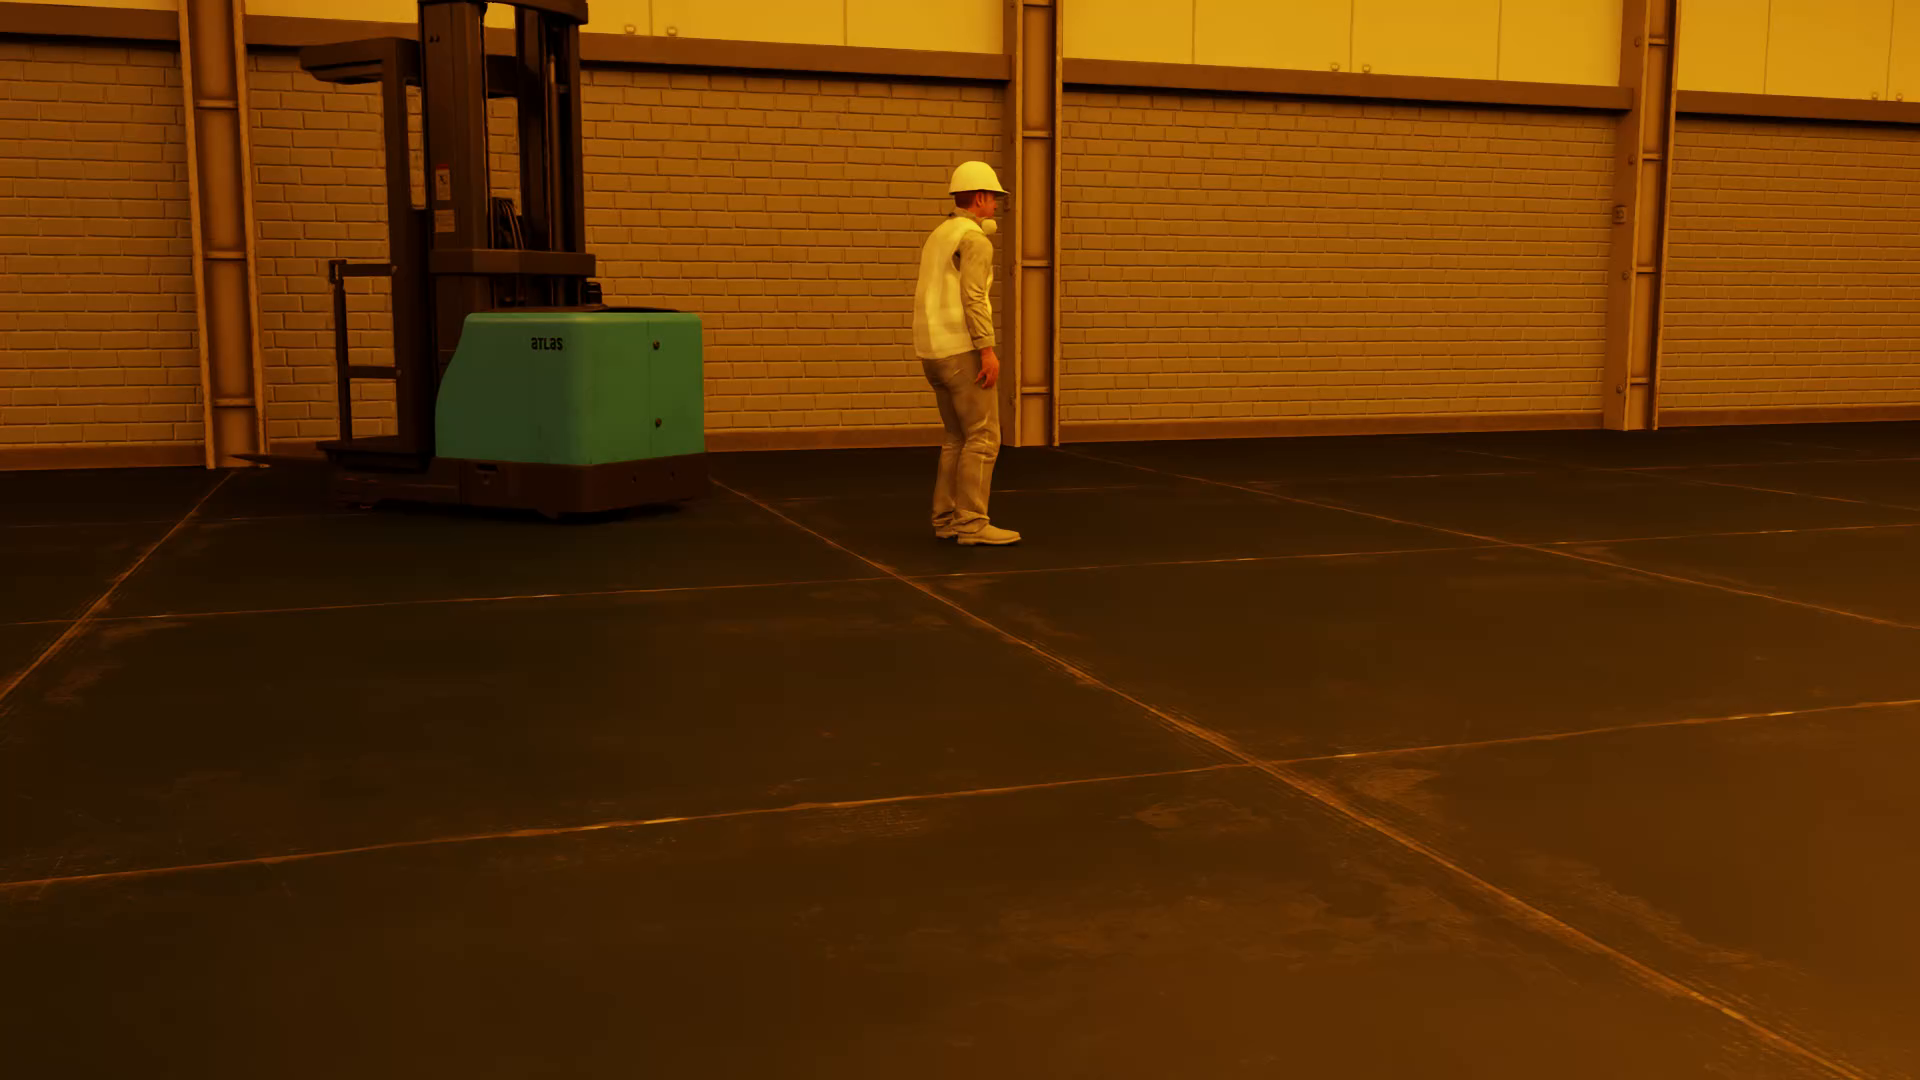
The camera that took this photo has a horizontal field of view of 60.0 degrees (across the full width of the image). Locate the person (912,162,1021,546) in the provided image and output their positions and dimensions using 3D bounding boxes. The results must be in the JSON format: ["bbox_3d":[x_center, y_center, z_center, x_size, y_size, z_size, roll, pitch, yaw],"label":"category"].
[{"bbox_3d":[0.020,-0.879,7.821,0.463,1.770,0.580,-3,8,-20],"label":"person"}]

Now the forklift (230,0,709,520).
[{"bbox_3d":[-2.925,-1.676,9.370,3.031,2.935,1.130,5,9,30],"label":"forklift"}]
